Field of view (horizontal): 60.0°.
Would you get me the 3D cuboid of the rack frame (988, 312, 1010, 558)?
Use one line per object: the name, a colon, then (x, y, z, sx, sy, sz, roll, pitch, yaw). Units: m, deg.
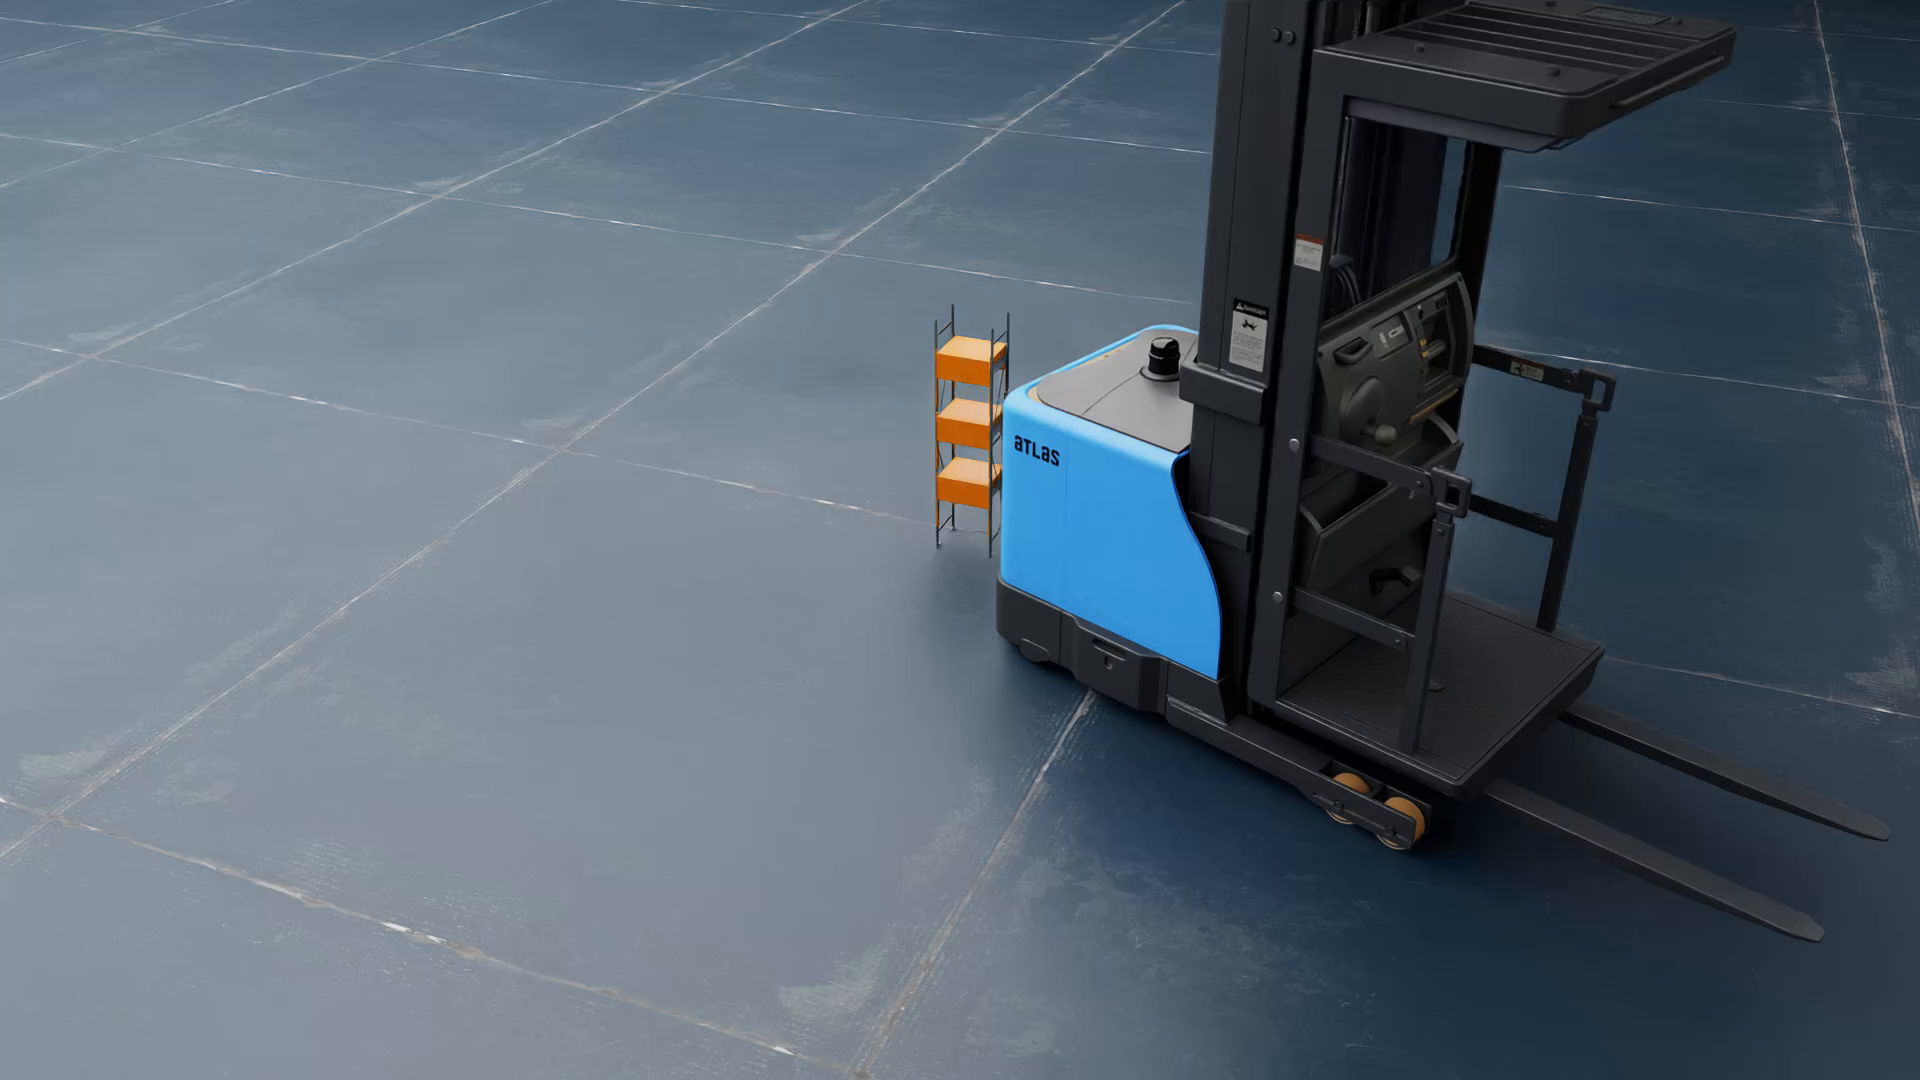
rack frame: (0.163, -0.425, 6.934, 0.008, 1.050, 0.200, 11, 31, 19)

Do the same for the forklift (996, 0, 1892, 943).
forklift: (1.568, -0.554, 5.251, 3.031, 2.935, 1.130, 24, 37, 36)

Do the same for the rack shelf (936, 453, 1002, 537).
rack shelf: (0.050, -0.196, 7.116, 0.240, 0.259, 0.215, 11, 31, 19)

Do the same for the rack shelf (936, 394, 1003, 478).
rack shelf: (0.050, -0.438, 6.979, 0.240, 0.259, 0.215, 11, 31, 19)

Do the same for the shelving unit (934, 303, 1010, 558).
shelving unit: (0.050, -0.447, 6.974, 0.252, 1.050, 0.215, 11, 31, 19)

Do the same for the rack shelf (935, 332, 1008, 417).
rack shelf: (0.050, -0.685, 6.840, 0.240, 0.259, 0.215, 11, 31, 19)

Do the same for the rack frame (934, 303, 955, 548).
rack frame: (-0.063, -0.470, 7.014, 0.008, 1.050, 0.200, 11, 31, 19)
